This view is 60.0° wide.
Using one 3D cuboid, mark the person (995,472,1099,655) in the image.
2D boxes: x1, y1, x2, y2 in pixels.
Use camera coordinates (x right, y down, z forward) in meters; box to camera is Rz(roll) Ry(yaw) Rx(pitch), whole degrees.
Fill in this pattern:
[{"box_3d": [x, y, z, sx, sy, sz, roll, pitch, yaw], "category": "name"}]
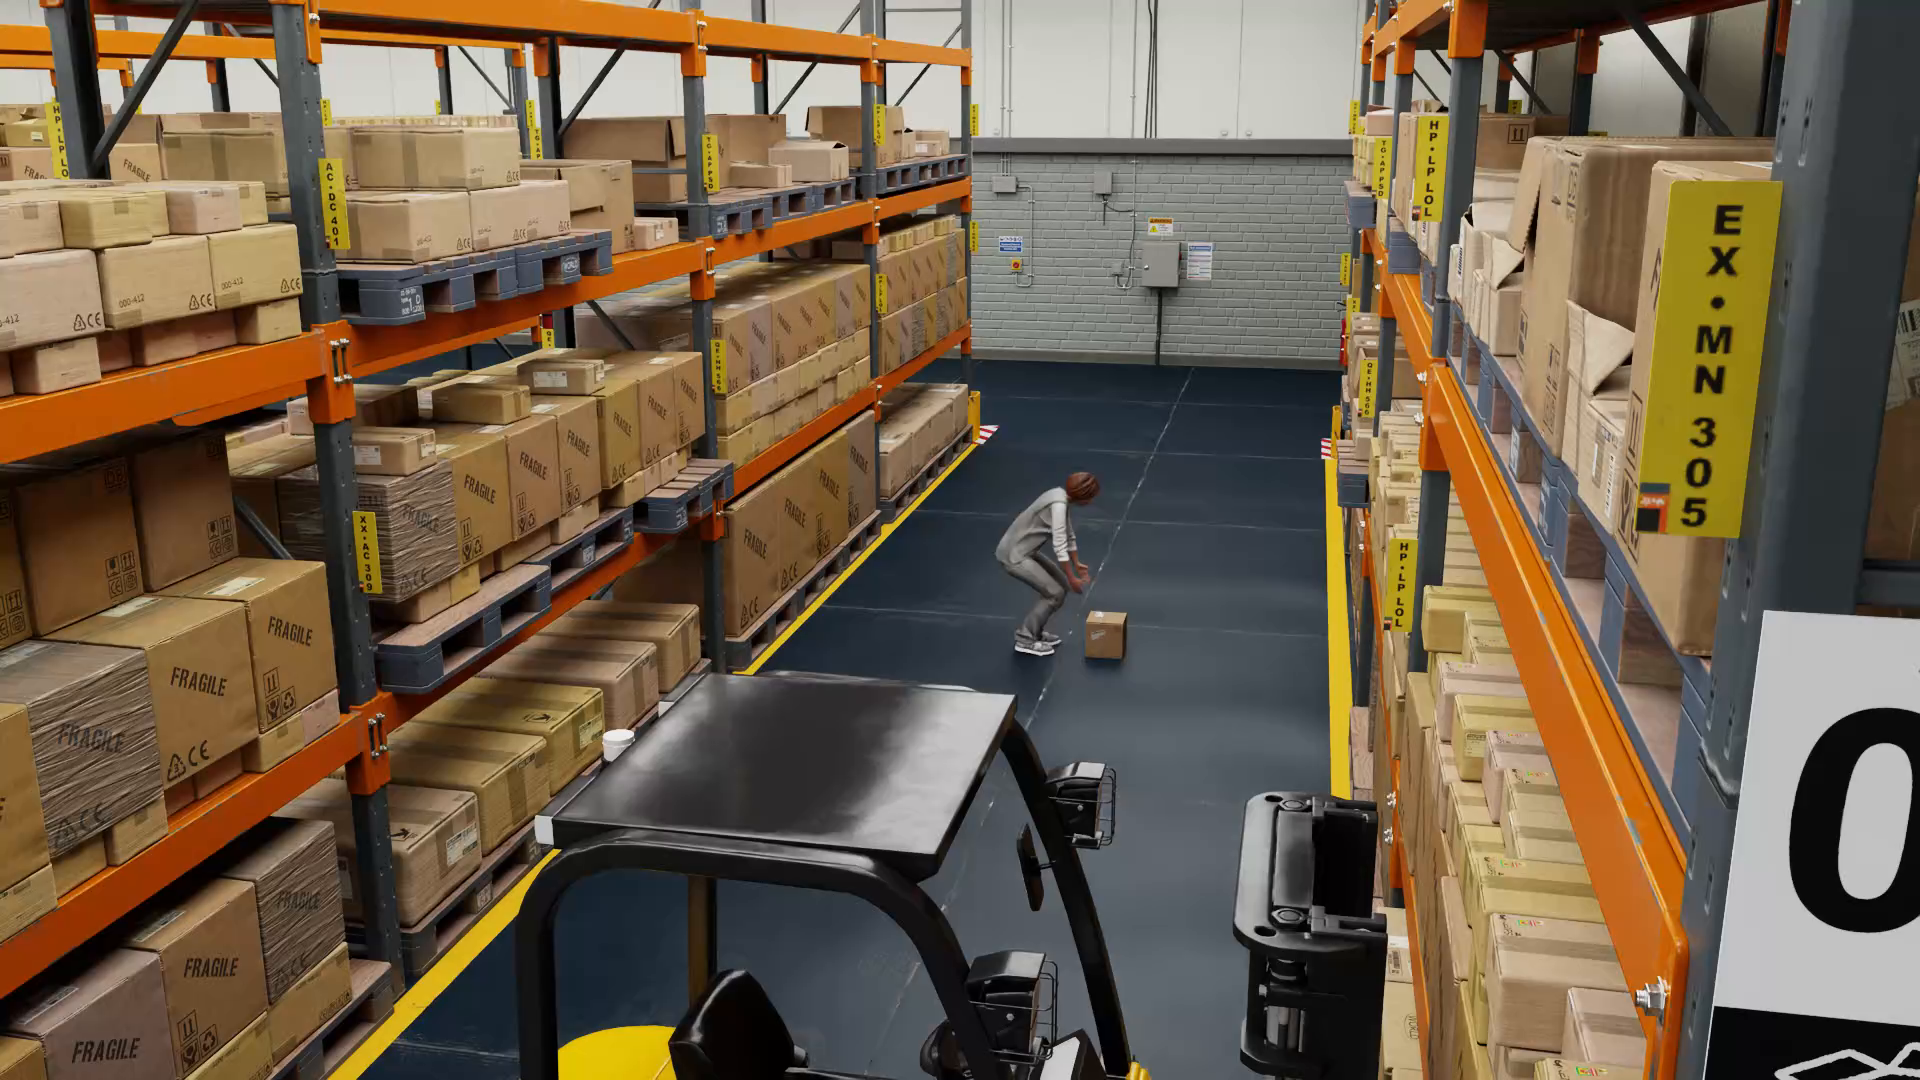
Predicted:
[{"box_3d": [0.586, 0.143, 11.226, 0.688, 1.228, 0.462, 3, 15, 11], "category": "person"}]
